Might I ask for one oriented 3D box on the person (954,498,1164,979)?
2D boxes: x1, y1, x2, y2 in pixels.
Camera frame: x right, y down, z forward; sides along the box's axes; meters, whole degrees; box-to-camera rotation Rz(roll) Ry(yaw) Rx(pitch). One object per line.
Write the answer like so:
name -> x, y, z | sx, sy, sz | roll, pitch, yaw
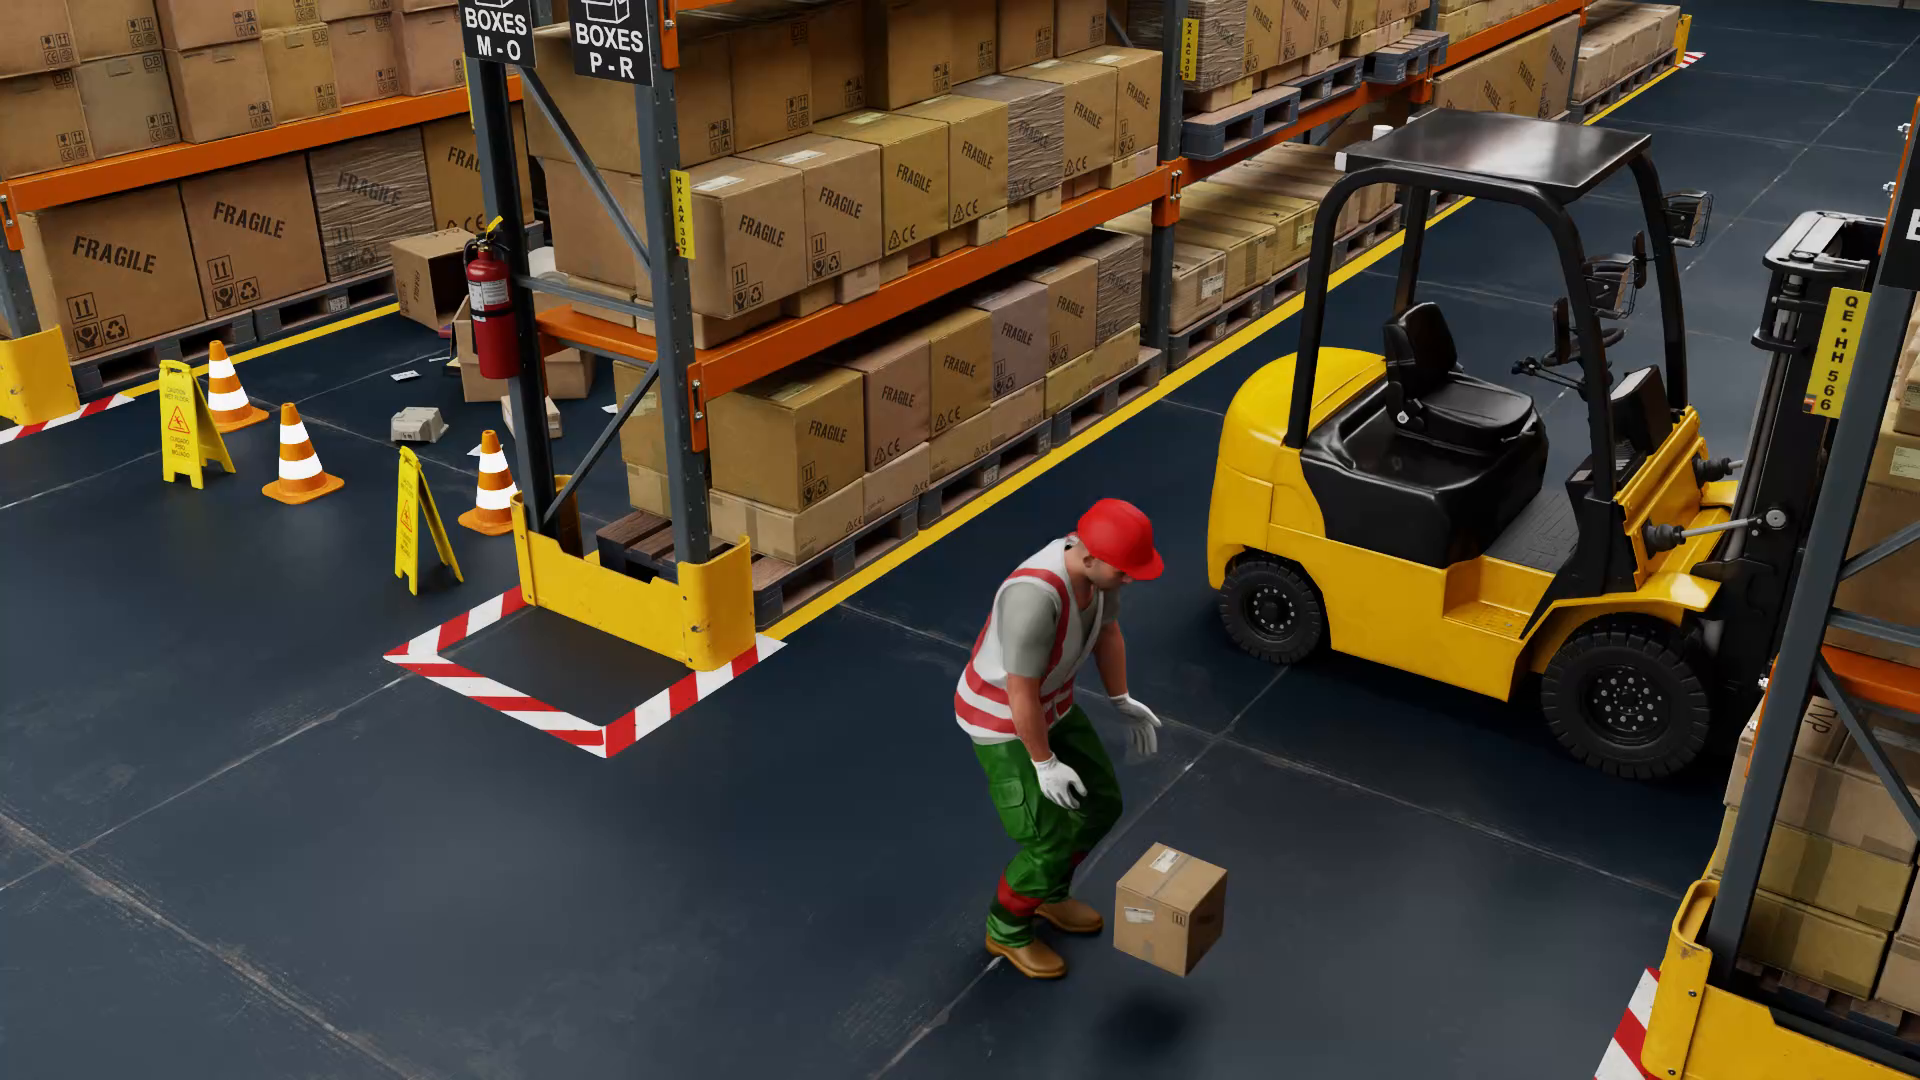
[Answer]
person -> 0.311, 0.575, 5.129 | 0.602, 1.627, 0.568 | 18, 32, 31
